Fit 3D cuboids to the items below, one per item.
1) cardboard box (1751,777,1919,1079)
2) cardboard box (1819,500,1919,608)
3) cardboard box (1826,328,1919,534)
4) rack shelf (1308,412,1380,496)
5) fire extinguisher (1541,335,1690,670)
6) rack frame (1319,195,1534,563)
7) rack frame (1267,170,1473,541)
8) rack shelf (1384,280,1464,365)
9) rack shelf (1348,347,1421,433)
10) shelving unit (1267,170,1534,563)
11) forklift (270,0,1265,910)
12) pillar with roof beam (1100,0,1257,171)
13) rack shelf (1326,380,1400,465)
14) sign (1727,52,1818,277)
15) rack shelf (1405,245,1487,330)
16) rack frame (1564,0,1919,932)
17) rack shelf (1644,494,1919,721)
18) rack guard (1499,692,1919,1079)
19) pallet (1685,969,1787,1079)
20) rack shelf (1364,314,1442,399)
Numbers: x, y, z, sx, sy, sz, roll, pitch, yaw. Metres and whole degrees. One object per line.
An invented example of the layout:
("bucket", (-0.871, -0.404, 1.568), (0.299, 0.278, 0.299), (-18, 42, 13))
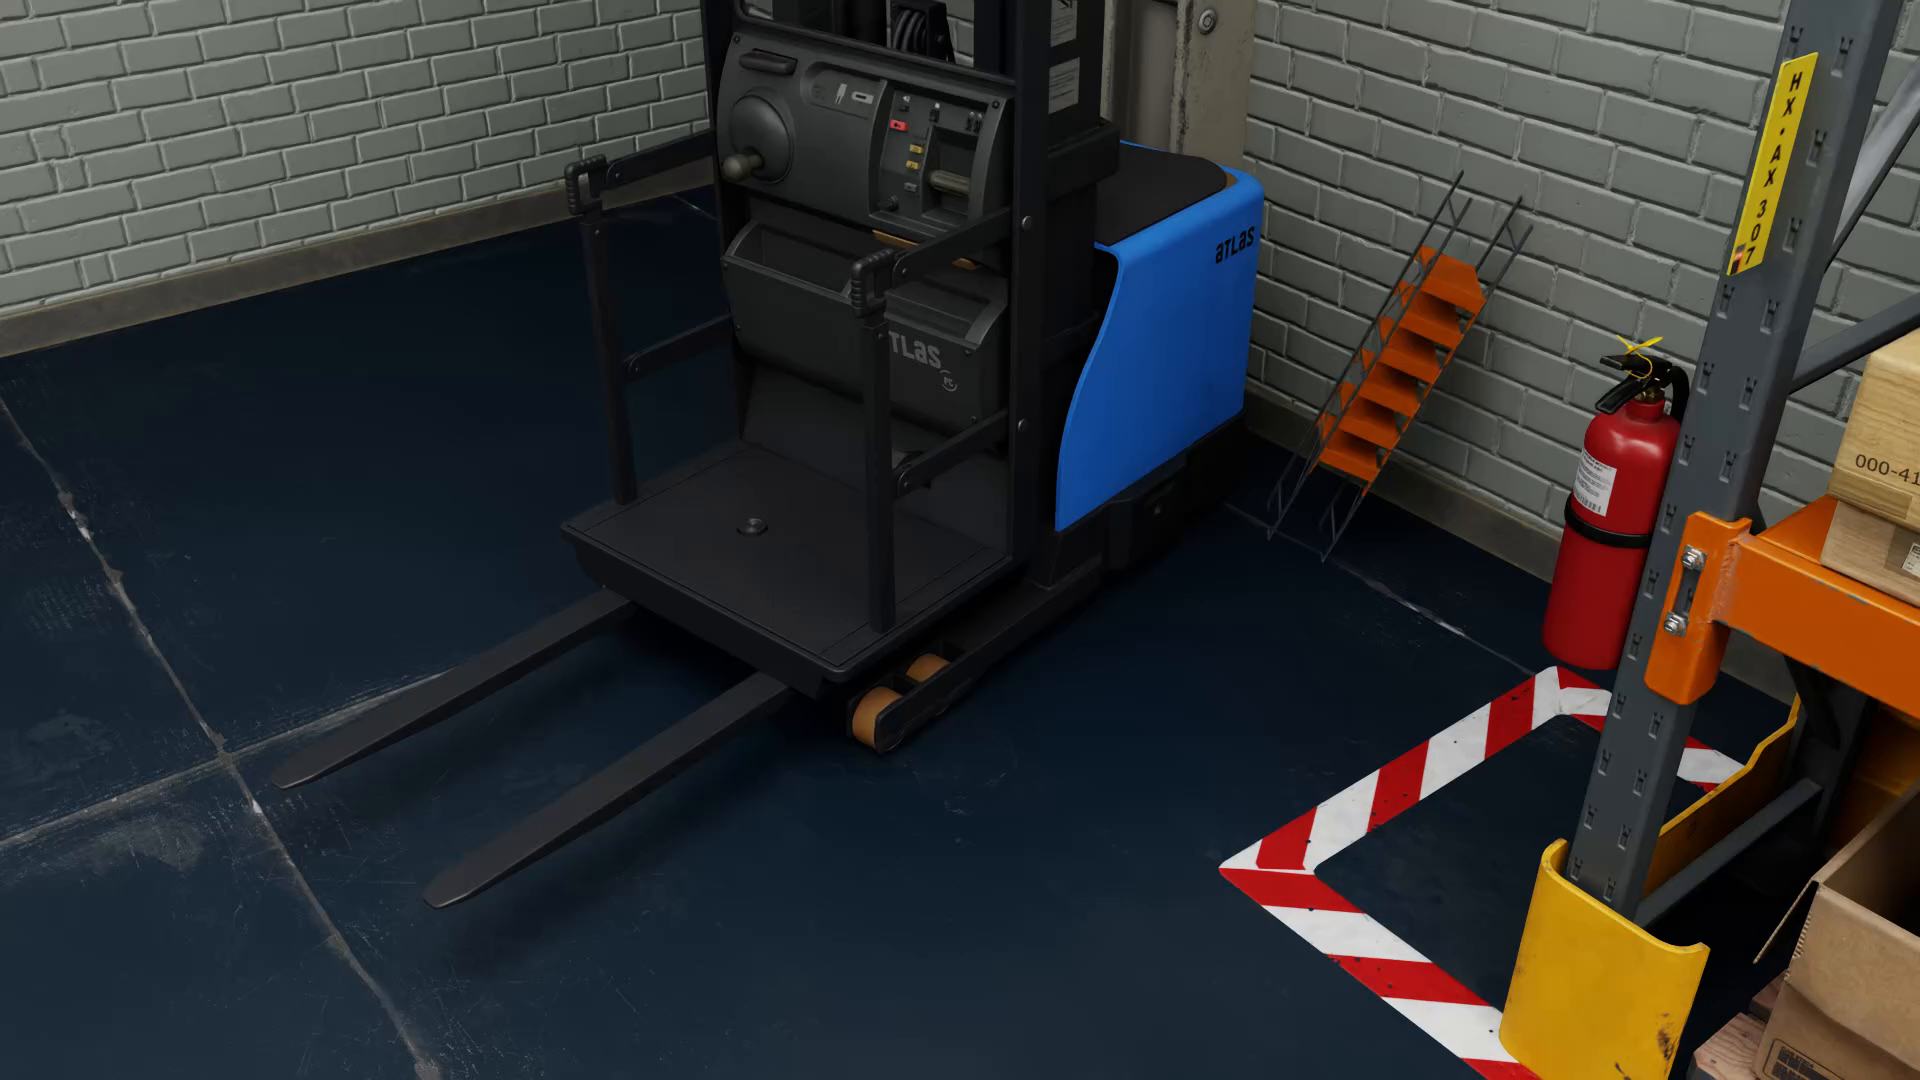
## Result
("cardboard box", (1.942, 0.803, 3.083), (0.797, 0.503, 0.637), (-24, 39, -33))
("cardboard box", (1.627, -0.032, 2.697), (0.380, 0.149, 0.250), (-23, 38, -32))
("cardboard box", (1.707, -0.151, 2.511), (0.500, 0.250, 0.500), (-22, 38, -31))
("rack shelf", (1.164, -0.268, 5.057), (0.180, 0.103, 0.258), (22, 33, -4))
("fire extinguisher", (1.186, -0.085, 2.971), (0.296, 0.674, 0.183), (-22, 38, -31))
("rack frame", (1.350, -0.450, 4.910), (0.006, 1.200, 0.240), (22, 33, -4))
("rack frame", (1.181, -0.519, 4.897), (0.006, 1.200, 0.240), (22, 33, -4))
("rack shelf", (1.335, -0.634, 4.798), (0.180, 0.103, 0.258), (22, 33, -4))
("rack shelf", (1.249, -0.451, 4.927), (0.180, 0.103, 0.258), (22, 33, -4))
("shelving unit", (1.265, -0.485, 4.903), (0.189, 1.200, 0.258), (22, 33, -4))
("forklift", (-0.403, -0.992, 4.068), (1.130, 2.935, 3.031), (24, 39, 33))
("pillar with roof beam", (-2.700, -2.936, 1.448), (9.100, 9.000, 0.400), (-22, 38, -31))
("rack shelf", (1.207, -0.359, 4.992), (0.180, 0.103, 0.258), (22, 33, -4))
("sign", (1.213, -0.557, 2.483), (0.100, 0.325, 0.005), (-22, 38, -31))
("rack shelf", (1.378, -0.726, 4.733), (0.180, 0.103, 0.258), (22, 33, -4))
("rack frame", (1.642, -0.365, 2.995), (1.000, 3.000, 0.127), (-22, 38, -31))
("rack shelf", (2.868, 0.774, 1.842), (1.077, 0.370, 4.000), (-22, 38, -31))
("rack guard", (1.688, 0.729, 3.603), (1.175, 0.500, 0.348), (-22, 38, -31))
("pallet", (2.178, 1.183, 3.145), (1.003, 0.211, 1.213), (-22, 38, -31))
("rack shelf", (1.292, -0.542, 4.863), (0.180, 0.103, 0.258), (22, 33, -4))
